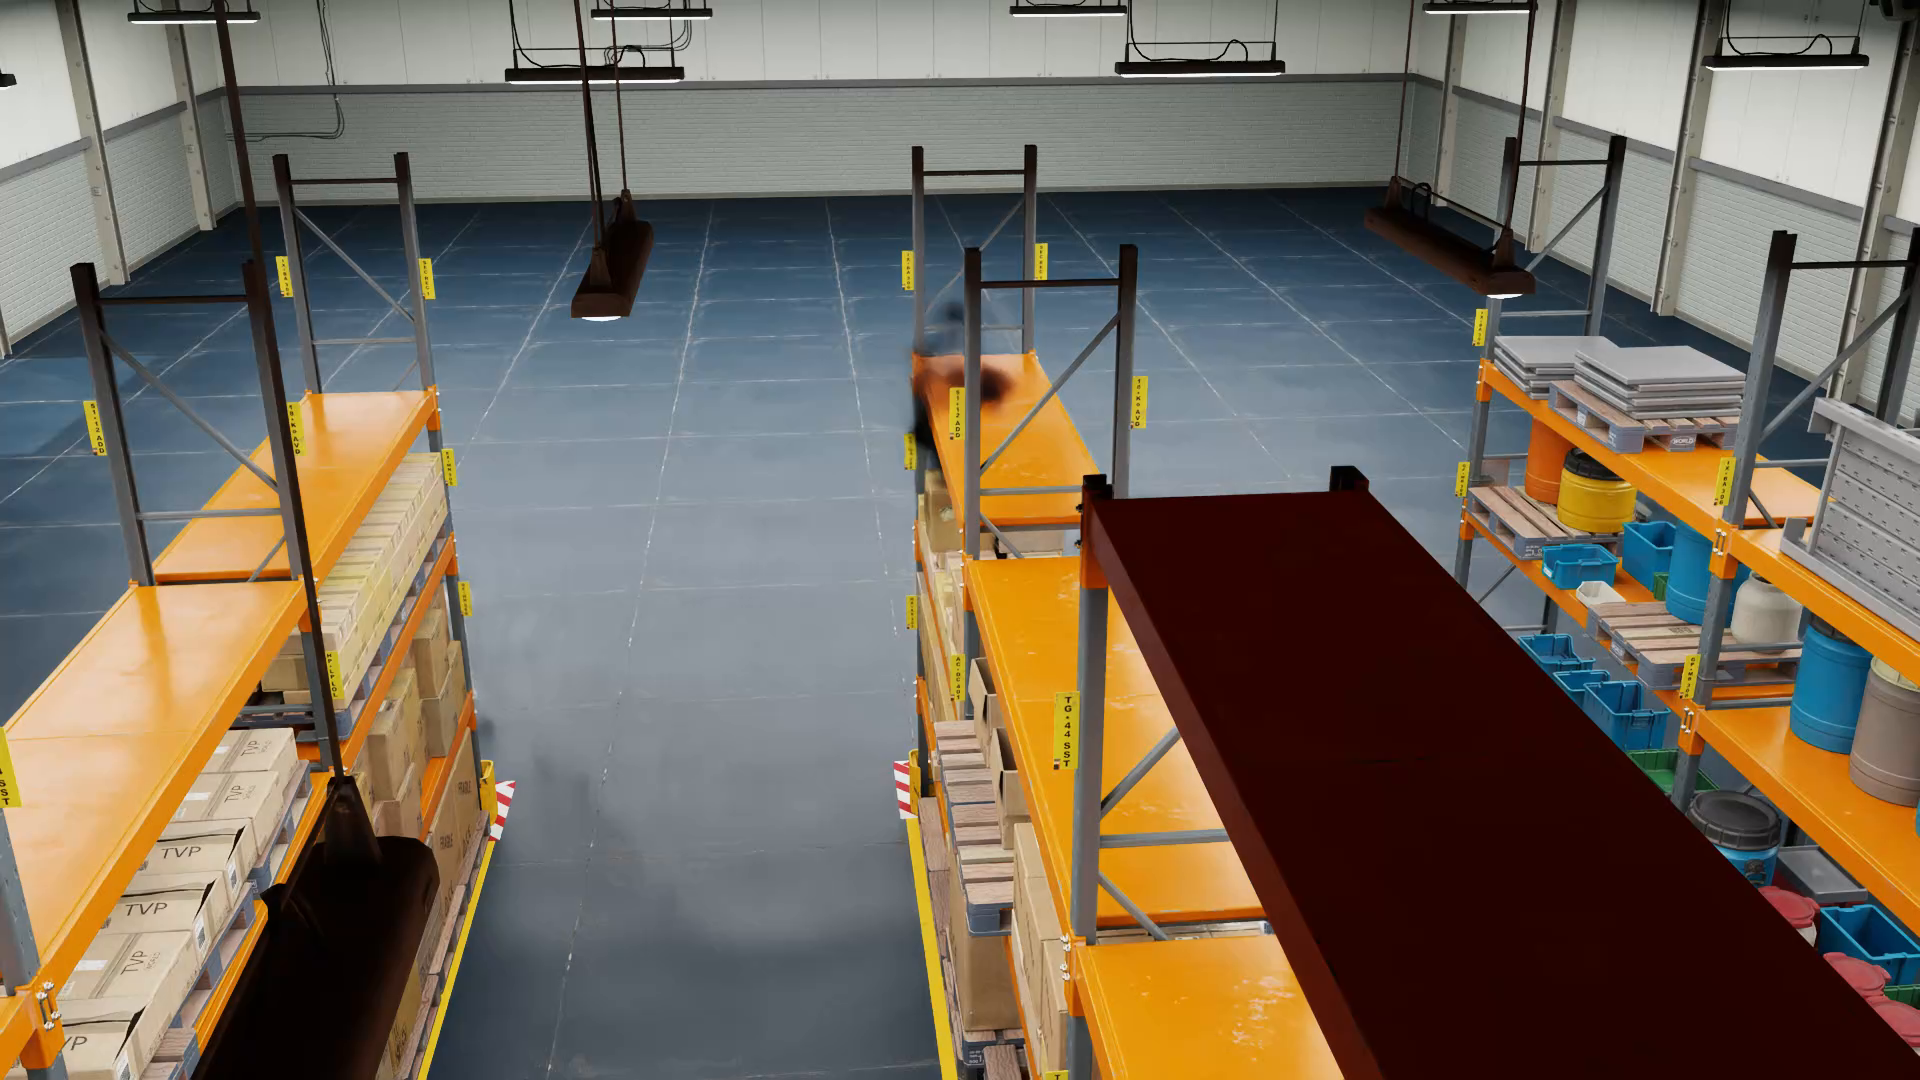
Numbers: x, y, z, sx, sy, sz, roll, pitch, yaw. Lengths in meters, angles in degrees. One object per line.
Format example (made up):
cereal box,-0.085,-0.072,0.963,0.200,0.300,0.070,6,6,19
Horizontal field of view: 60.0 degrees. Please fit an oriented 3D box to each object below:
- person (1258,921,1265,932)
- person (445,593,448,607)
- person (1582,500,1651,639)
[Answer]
person,1.881,3.200,11.159,0.676,1.761,0.802,-5,22,-11
person,-5.617,0.914,17.069,0.627,1.673,0.616,15,26,33
person,7.401,0.386,18.416,0.769,1.694,0.609,11,24,26
